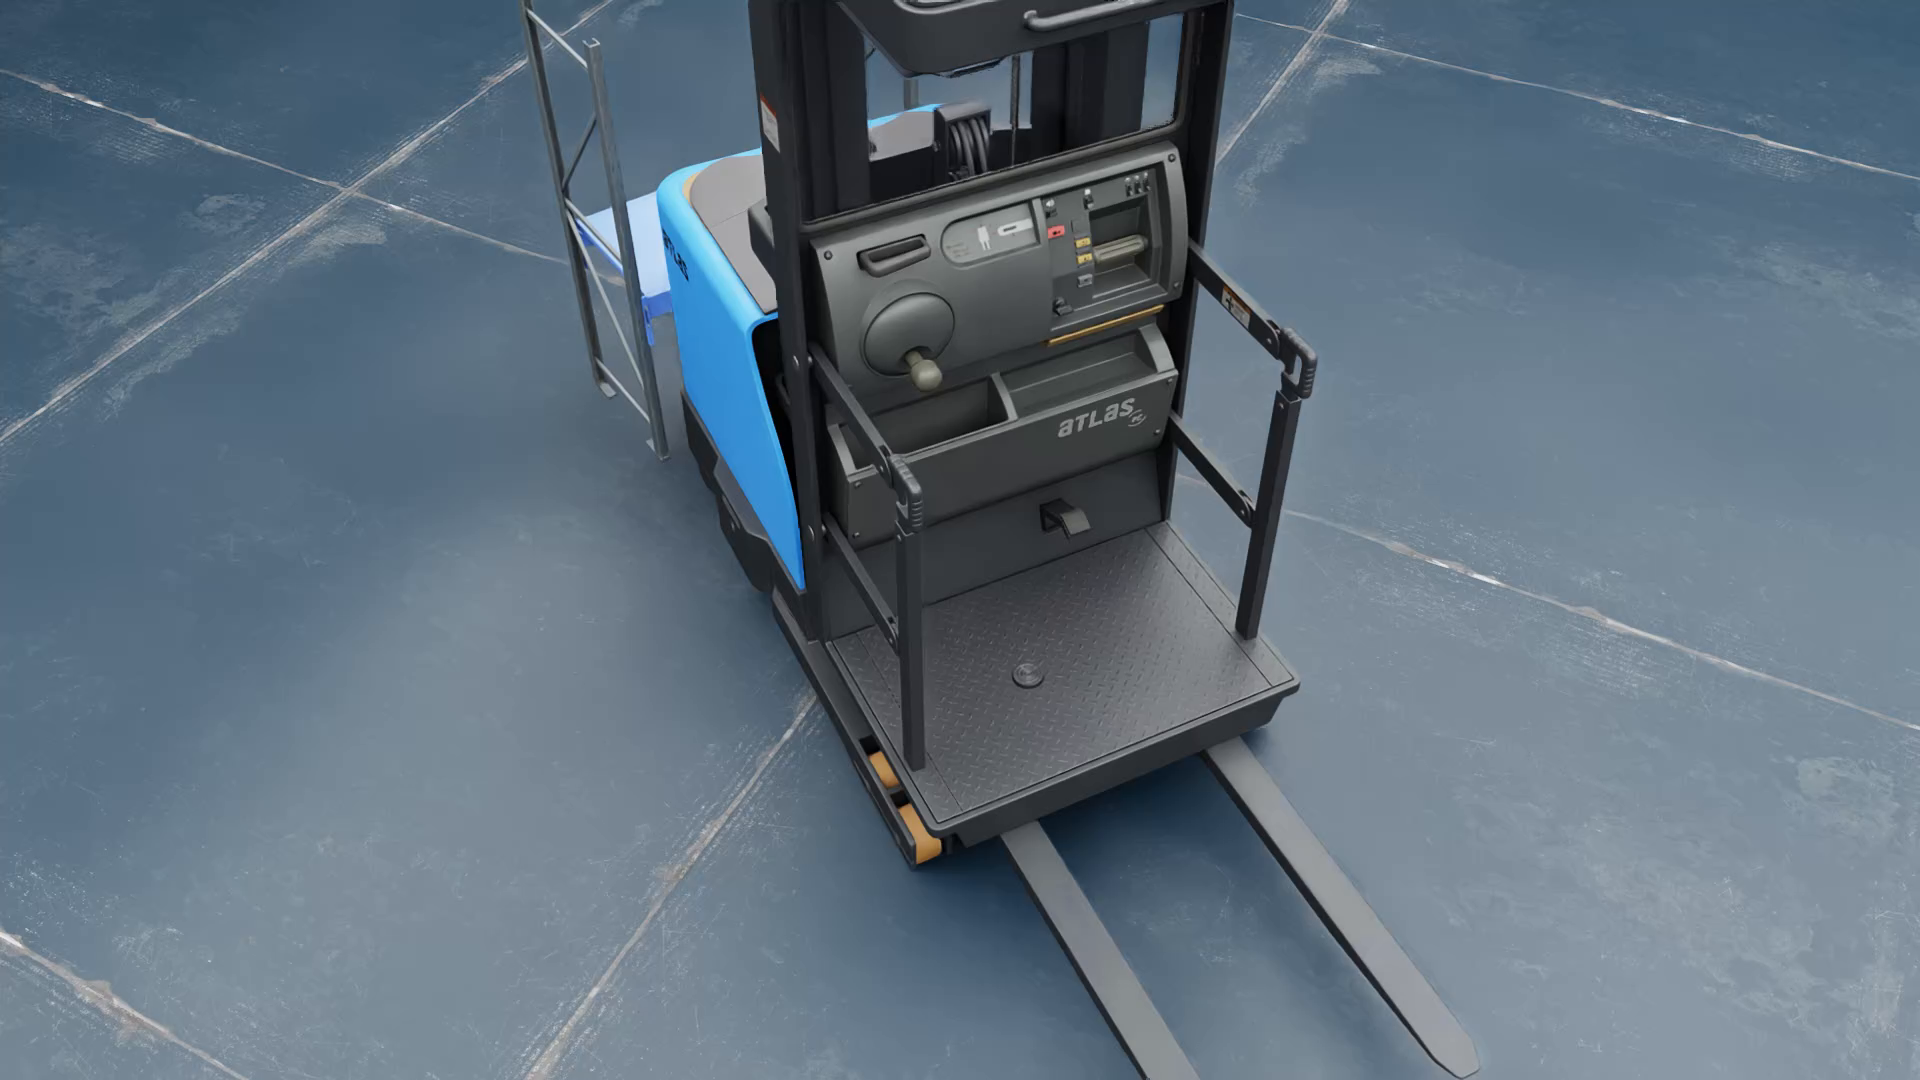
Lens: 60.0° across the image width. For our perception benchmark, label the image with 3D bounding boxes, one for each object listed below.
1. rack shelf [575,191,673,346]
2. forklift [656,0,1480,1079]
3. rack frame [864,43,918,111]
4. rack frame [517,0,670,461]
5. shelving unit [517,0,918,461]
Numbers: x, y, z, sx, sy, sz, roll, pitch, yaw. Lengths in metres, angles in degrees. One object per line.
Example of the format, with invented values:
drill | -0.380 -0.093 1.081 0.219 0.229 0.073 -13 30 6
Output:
rack shelf | -0.703 -1.021 5.458 1.000 0.185 0.538 -26 51 -24
forklift | 0.211 -0.541 3.724 1.130 2.935 3.031 -19 48 -18
rack frame | -0.287 -1.355 5.535 0.032 1.500 0.500 -26 51 -24
rack frame | -1.120 -0.941 5.125 0.032 1.500 0.500 -26 51 -24
shelving unit | -0.703 -1.148 5.330 1.048 1.500 0.538 -26 51 -24
